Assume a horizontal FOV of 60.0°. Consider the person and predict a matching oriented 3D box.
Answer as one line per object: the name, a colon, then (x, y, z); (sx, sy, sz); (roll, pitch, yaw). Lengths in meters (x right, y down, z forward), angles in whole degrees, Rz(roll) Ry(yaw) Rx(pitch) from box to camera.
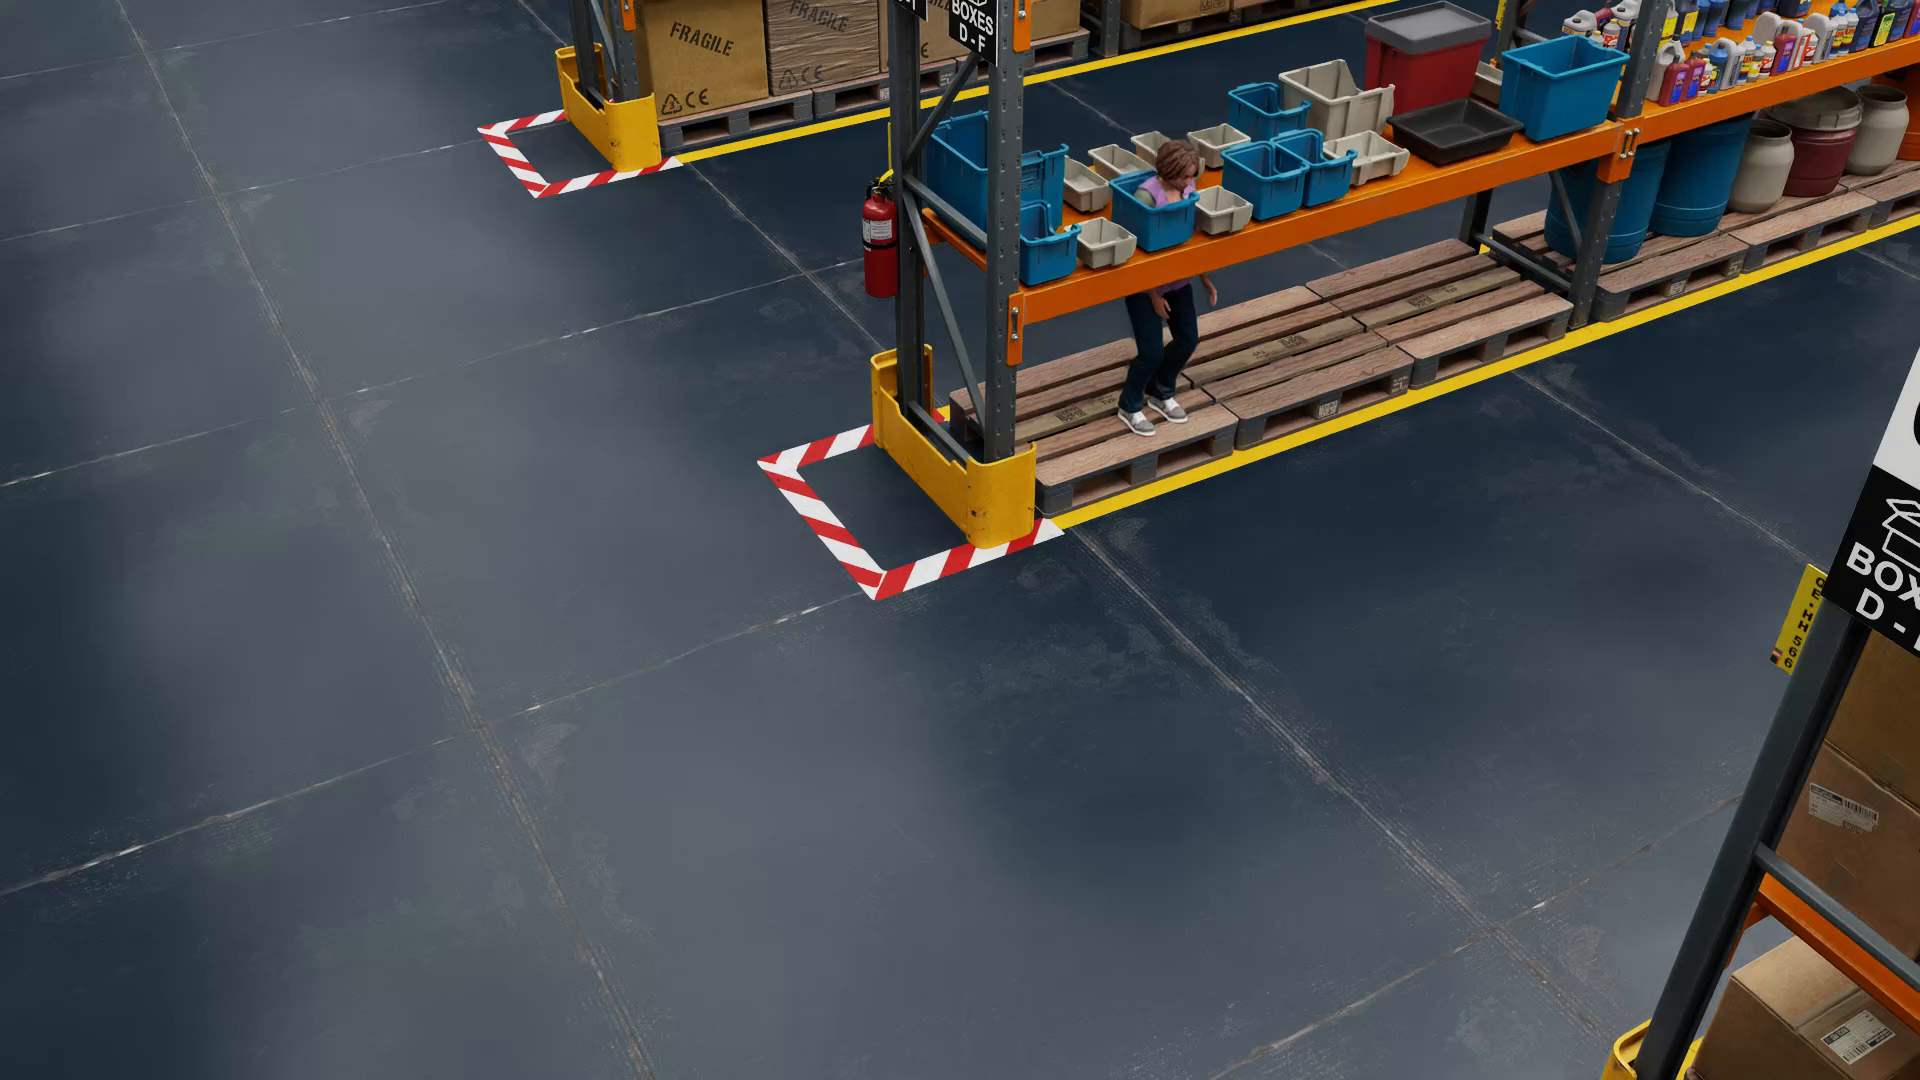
person: (1.033, -1.259, 8.279); (0.430, 1.561, 0.421); (-22, 43, -27)
